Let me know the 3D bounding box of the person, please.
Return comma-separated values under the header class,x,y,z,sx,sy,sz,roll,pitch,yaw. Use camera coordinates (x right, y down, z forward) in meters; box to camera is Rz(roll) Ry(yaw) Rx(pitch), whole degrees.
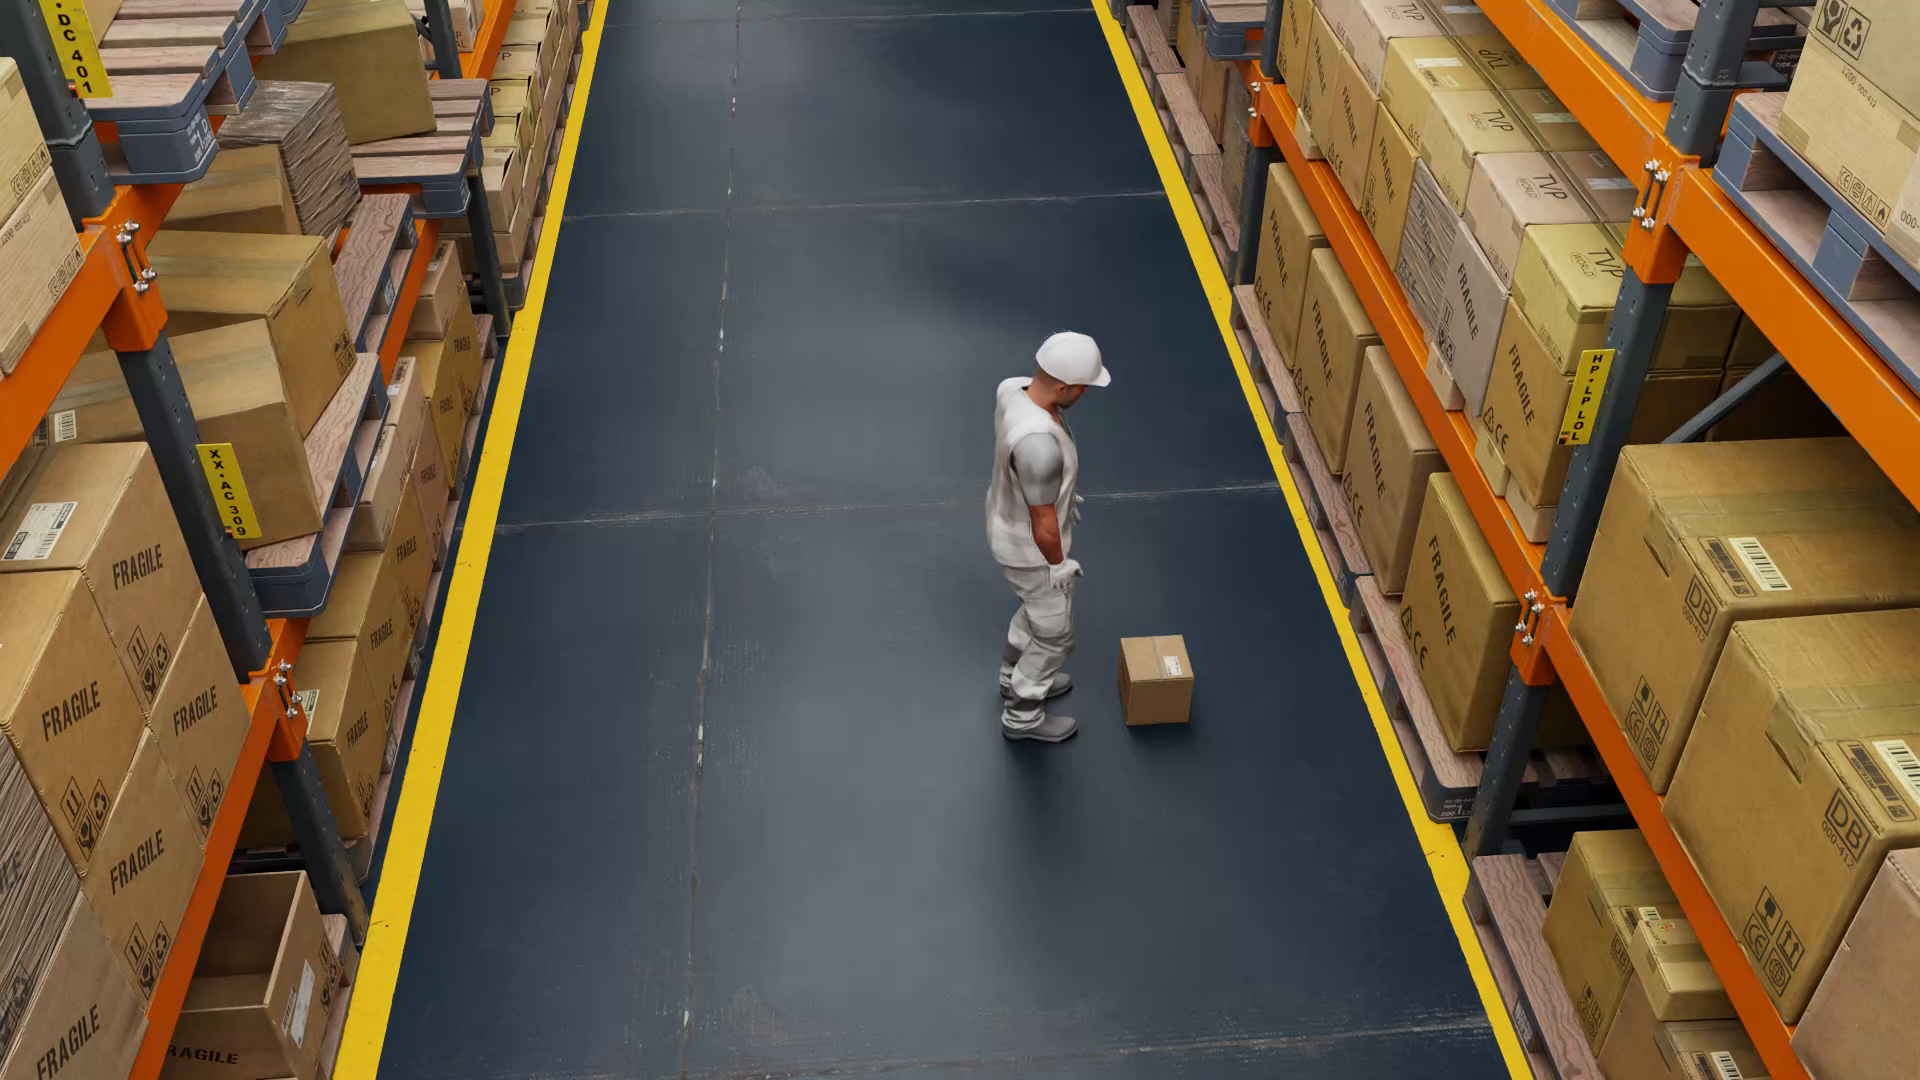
class,x,y,z,sx,sy,sz,roll,pitch,yaw
person,0.309,-0.012,6.181,0.427,1.751,0.538,-2,39,-3
